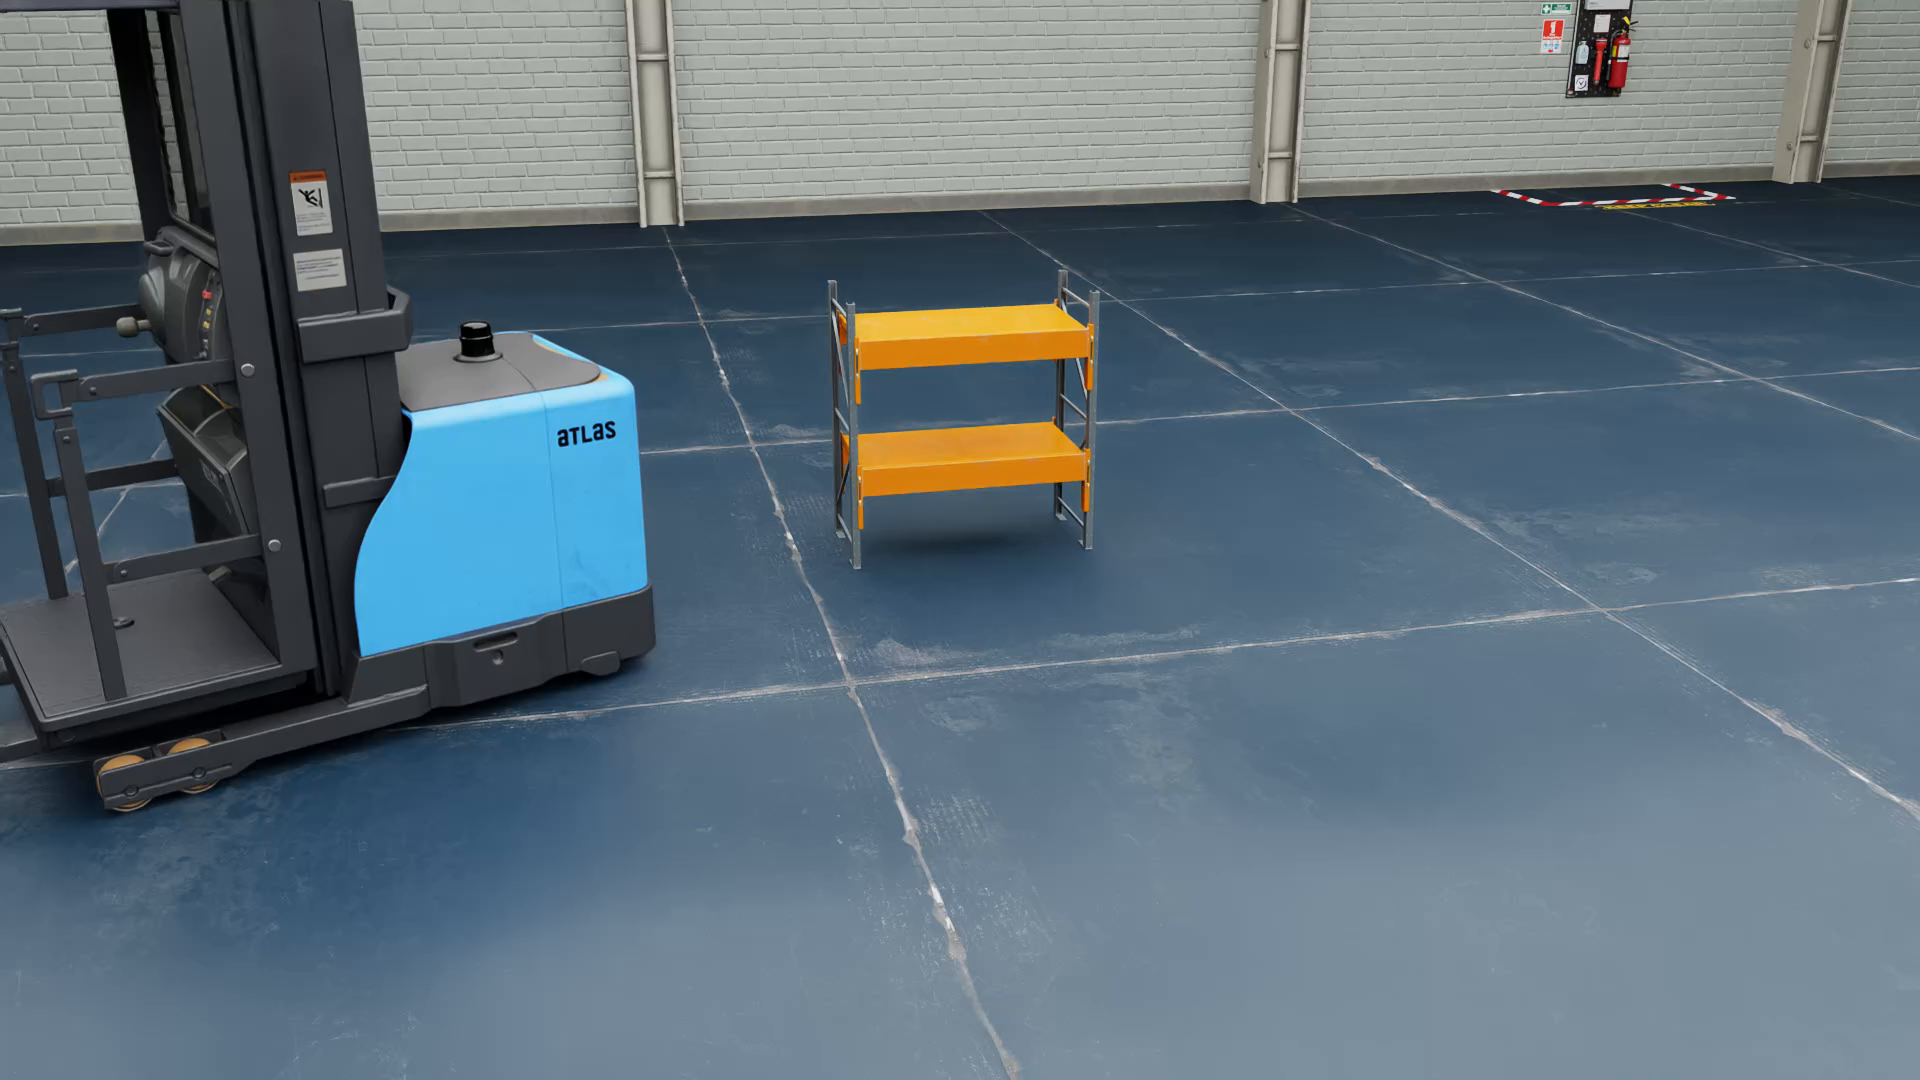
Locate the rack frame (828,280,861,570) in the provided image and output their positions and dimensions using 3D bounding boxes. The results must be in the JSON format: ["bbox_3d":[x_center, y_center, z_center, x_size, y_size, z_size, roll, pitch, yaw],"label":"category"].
[{"bbox_3d":[-0.488,-0.488,7.013,0.032,1.125,0.500,-5,21,-12],"label":"rack frame"}]

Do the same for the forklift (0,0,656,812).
[{"bbox_3d":[-2.601,-0.757,5.119,3.031,2.935,1.130,-14,24,-33],"label":"forklift"}]

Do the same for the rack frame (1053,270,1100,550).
[{"bbox_3d":[0.501,-0.569,7.232,0.032,1.125,0.500,-5,21,-12],"label":"rack frame"}]

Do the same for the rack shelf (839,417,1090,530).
[{"bbox_3d":[0.007,-0.299,7.207,1.000,0.278,0.538,-5,21,-12],"label":"rack shelf"}]

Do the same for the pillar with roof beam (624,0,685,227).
[{"bbox_3d":[-1.741,-5.680,9.737,0.400,9.000,9.100,-5,21,-12],"label":"pillar with roof beam"}]

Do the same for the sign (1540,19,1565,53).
[{"bbox_3d":[5.971,-5.078,16.765,0.234,0.329,0.001,-5,21,-12],"label":"sign"}]

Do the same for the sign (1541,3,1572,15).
[{"bbox_3d":[5.978,-5.324,16.666,0.331,0.109,0.001,-5,21,-12],"label":"sign"}]

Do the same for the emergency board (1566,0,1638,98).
[{"bbox_3d":[6.533,-5.071,16.796,0.643,1.169,0.194,-5,21,-12],"label":"emergency board"}]

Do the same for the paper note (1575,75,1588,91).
[{"bbox_3d":[6.345,-4.666,16.972,0.142,0.148,0.016,-5,21,-12],"label":"paper note"}]

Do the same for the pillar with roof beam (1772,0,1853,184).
[{"bbox_3d":[9.937,-6.629,12.329,0.400,9.000,9.100,-5,21,-12],"label":"pillar with roof beam"}]

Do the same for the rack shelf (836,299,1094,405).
[{"bbox_3d":[0.007,-0.804,7.022,1.000,0.278,0.538,-5,21,-12],"label":"rack shelf"}]

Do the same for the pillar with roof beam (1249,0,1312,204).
[{"bbox_3d":[4.098,-6.154,11.033,0.400,9.000,9.100,-5,21,-12],"label":"pillar with roof beam"}]

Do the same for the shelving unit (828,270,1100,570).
[{"bbox_3d":[0.007,-0.529,7.123,1.048,1.125,0.538,-5,21,-12],"label":"shelving unit"}]
